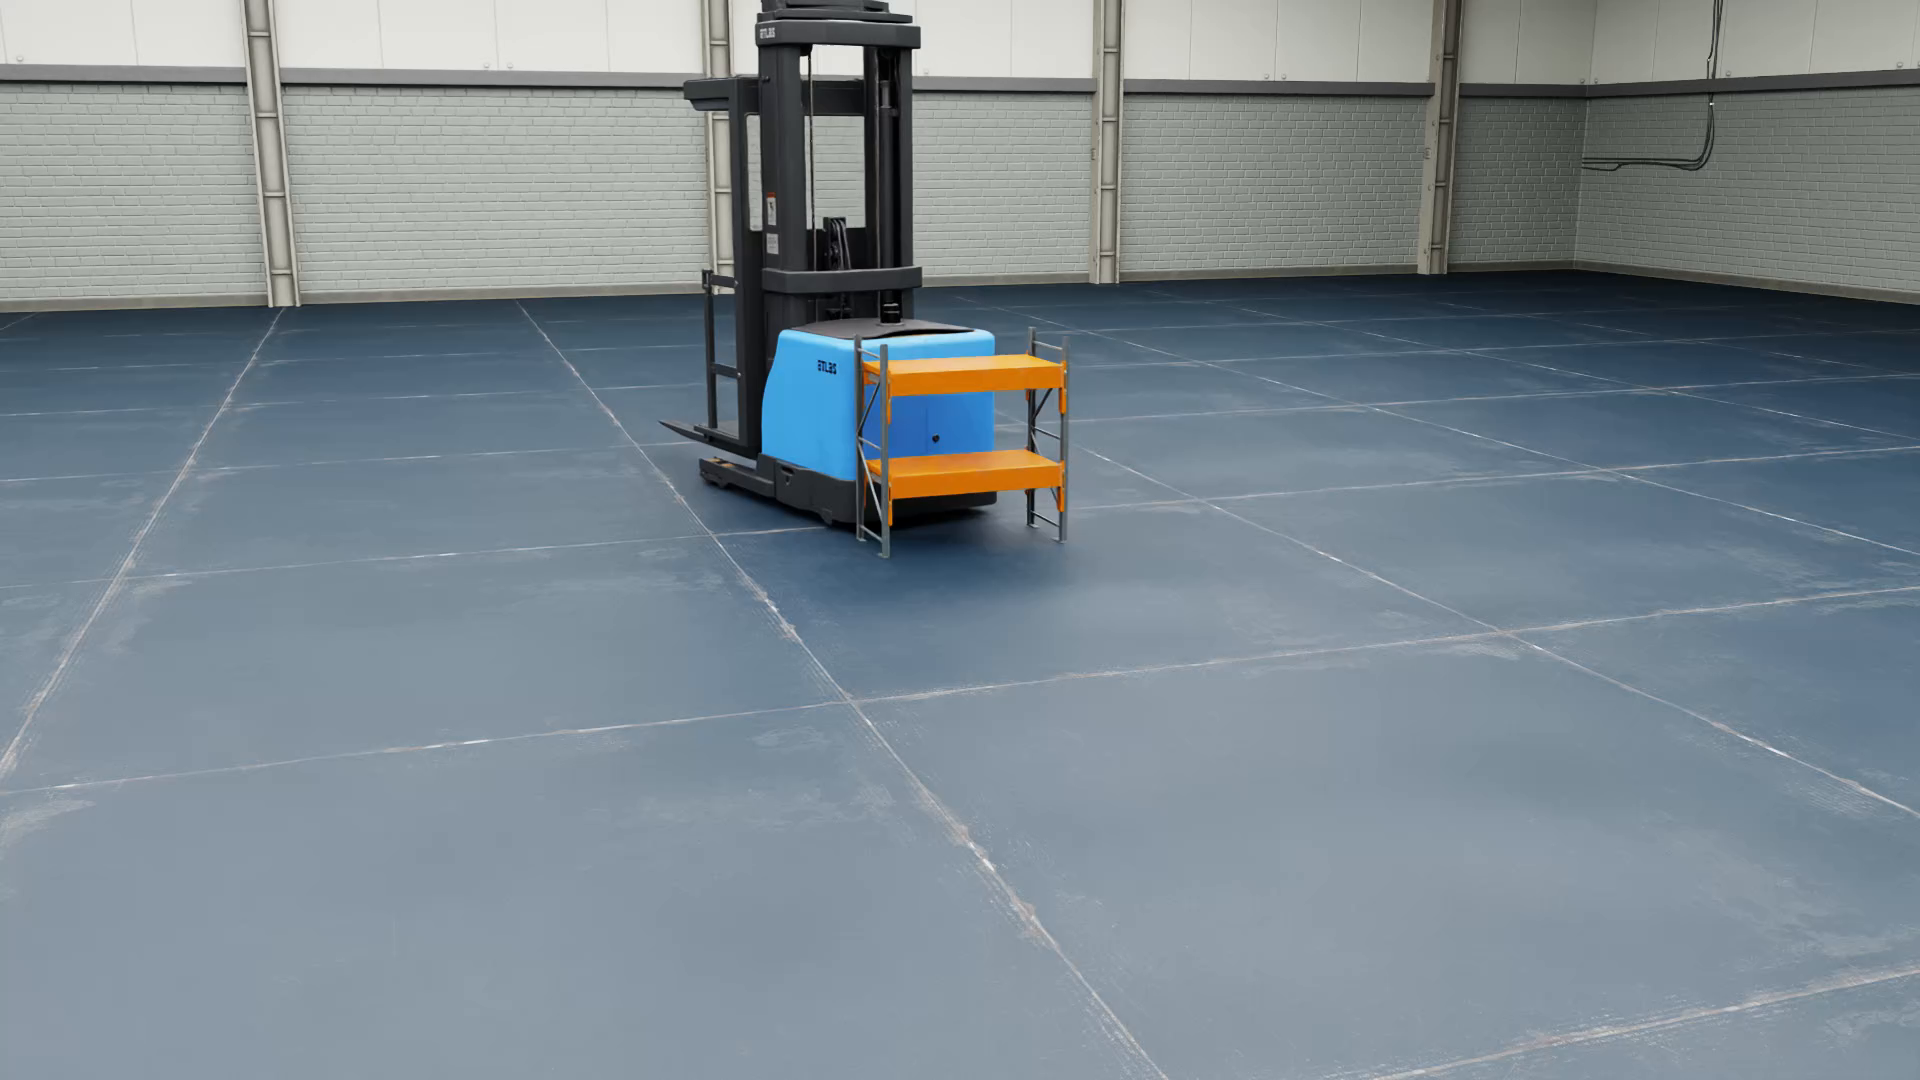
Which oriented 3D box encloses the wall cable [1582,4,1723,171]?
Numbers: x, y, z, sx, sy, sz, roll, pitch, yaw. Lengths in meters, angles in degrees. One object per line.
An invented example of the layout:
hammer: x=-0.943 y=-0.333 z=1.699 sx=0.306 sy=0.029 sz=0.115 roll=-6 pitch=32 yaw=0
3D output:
wall cable: x=11.163 y=-7.287 z=27.044 sx=0.112 sy=2.526 sz=3.097 roll=-4 pitch=14 yaw=-18

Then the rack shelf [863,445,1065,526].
rack shelf: x=0.007 y=-0.305 z=9.050 sx=1.000 sy=0.278 sz=0.538 roll=-5 pitch=14 yaw=-20

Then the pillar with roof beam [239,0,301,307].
pillar with roof beam: x=-7.737 y=-6.598 z=17.435 sx=0.400 sy=9.000 sz=9.100 roll=-4 pitch=14 yaw=-18

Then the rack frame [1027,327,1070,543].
rack frame: x=0.483 y=-0.584 z=9.167 sx=0.032 sy=1.125 sz=0.500 roll=-5 pitch=14 yaw=-20

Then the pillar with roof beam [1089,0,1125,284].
pillar with roof beam: x=3.636 y=-7.484 z=21.158 sx=0.400 sy=9.000 sz=9.100 roll=-4 pitch=14 yaw=-18

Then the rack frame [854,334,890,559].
rack frame: x=-0.469 y=-0.502 z=8.820 sx=0.032 sy=1.125 sz=0.500 roll=-5 pitch=14 yaw=-20

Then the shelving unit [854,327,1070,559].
shelving unit: x=0.007 y=-0.543 z=8.994 sx=1.048 sy=1.125 sz=0.538 roll=-5 pitch=14 yaw=-20

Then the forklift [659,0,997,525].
forklift: x=-1.012 y=-1.800 z=10.374 sx=1.130 sy=2.935 sz=3.031 roll=-9 pitch=16 yaw=-32

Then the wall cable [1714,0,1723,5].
wall cable: x=12.026 y=-9.151 z=23.965 sx=0.112 sy=2.526 sz=3.097 roll=-4 pitch=14 yaw=-18

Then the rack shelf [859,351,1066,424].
rack shelf: x=0.007 y=-0.828 z=8.926 sx=1.000 sy=0.278 sz=0.538 roll=-5 pitch=14 yaw=-20

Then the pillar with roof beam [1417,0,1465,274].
pillar with roof beam: x=9.323 y=-7.926 z=23.020 sx=0.400 sy=9.000 sz=9.100 roll=-4 pitch=14 yaw=-18

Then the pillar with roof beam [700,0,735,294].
pillar with roof beam: x=-2.051 y=-7.041 z=19.297 sx=0.400 sy=9.000 sz=9.100 roll=-4 pitch=14 yaw=-18
